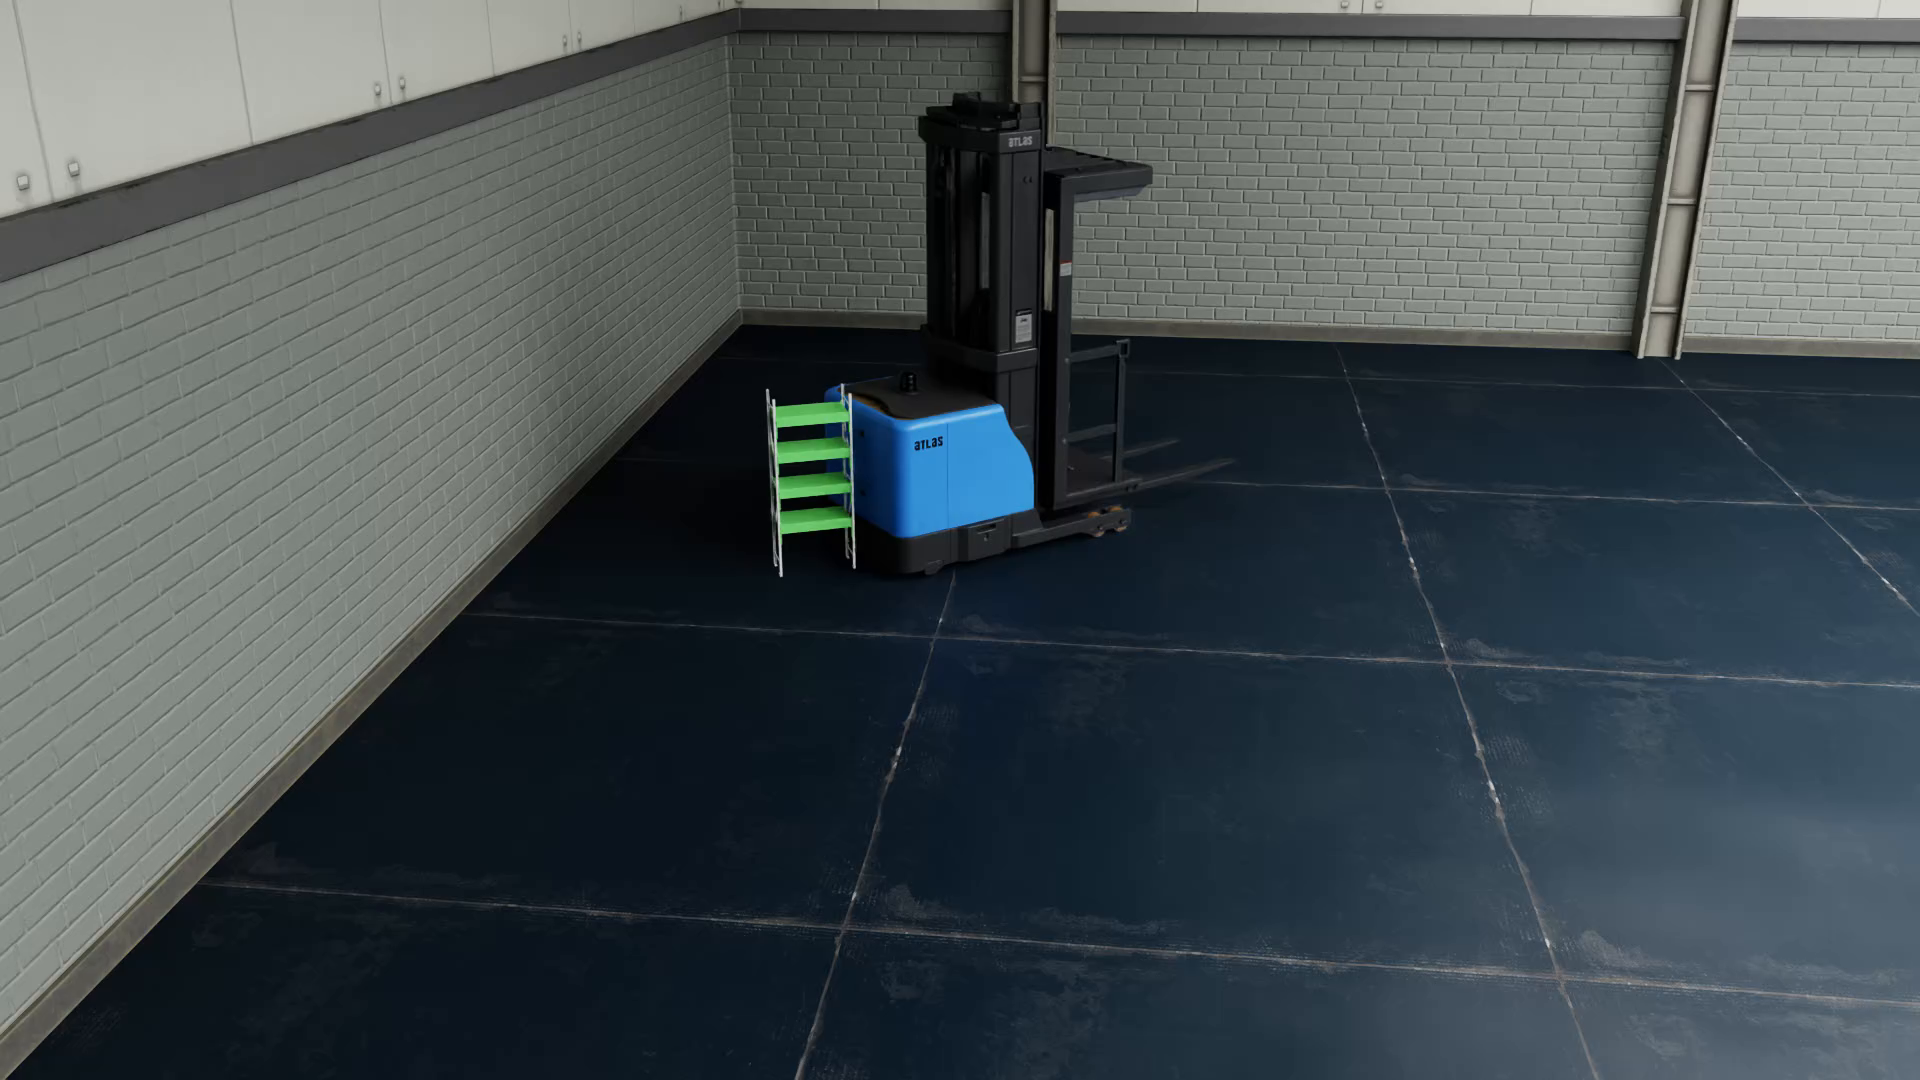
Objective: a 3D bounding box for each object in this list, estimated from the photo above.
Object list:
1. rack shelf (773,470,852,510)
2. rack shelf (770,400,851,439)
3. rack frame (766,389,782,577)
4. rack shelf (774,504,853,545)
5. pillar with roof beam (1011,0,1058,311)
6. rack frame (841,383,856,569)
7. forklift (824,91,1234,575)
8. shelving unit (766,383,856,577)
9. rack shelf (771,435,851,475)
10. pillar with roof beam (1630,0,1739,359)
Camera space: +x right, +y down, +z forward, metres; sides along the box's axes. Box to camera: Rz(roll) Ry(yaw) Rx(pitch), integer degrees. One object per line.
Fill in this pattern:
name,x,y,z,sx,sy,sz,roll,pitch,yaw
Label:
rack shelf,-0.963,-0.327,10.808,0.480,0.148,0.258,-6,22,-15
rack shelf,-0.963,-0.773,10.631,0.480,0.148,0.258,-6,22,-15
rack frame,-1.198,-0.361,10.722,0.015,1.200,0.240,-6,22,-15
rack shelf,-0.963,-0.103,10.896,0.480,0.148,0.258,-6,22,-15
pillar with roof beam,0.191,-4.651,10.964,0.400,9.000,9.100,2,22,6
rack frame,-0.729,-0.411,10.847,0.015,1.200,0.240,-6,22,-15
forklift,0.588,-1.534,11.333,3.031,2.935,1.130,-14,25,-31
shelving unit,-0.963,-0.386,10.784,0.503,1.200,0.258,-6,22,-15
rack shelf,-0.963,-0.550,10.720,0.480,0.148,0.258,-6,22,-15
pillar with roof beam,6.149,-4.391,10.307,0.400,9.000,9.100,2,22,6
